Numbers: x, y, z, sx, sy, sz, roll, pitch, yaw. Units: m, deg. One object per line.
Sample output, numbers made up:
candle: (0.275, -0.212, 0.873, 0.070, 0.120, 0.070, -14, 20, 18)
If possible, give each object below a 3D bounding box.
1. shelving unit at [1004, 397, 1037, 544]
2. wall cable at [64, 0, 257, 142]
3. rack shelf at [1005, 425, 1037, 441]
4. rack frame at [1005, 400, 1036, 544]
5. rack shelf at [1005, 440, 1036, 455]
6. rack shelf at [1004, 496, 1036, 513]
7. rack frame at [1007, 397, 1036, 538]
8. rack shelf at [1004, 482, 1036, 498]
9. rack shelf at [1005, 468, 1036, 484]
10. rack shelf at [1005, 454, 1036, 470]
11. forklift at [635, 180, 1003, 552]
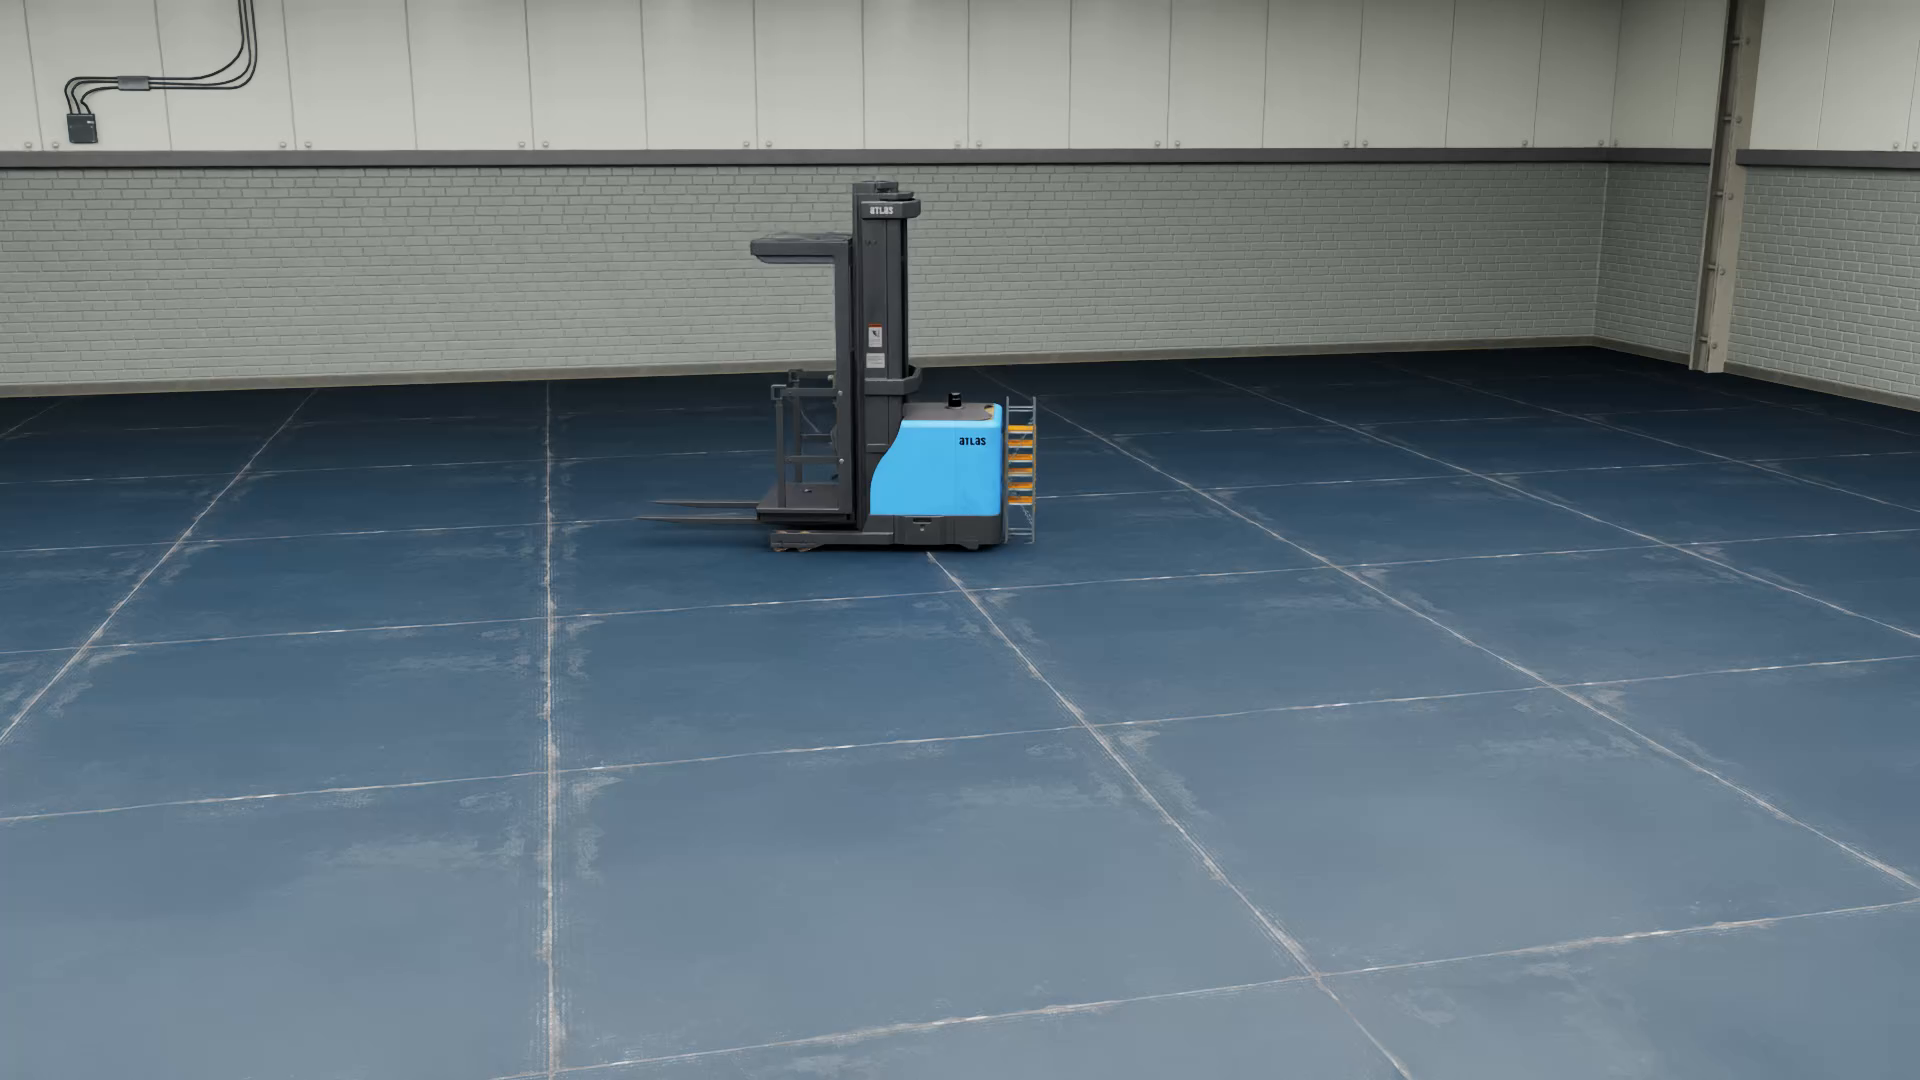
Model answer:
shelving unit: (0.499, -0.576, 13.755, 0.258, 1.200, 0.189, 1, 14, 2)
wall cable: (-10.068, -7.980, 20.463, 2.305, 6.003, 0.169, -3, 14, -13)
rack shelf: (0.500, -0.882, 13.681, 0.258, 0.103, 0.180, 1, 14, 2)
rack frame: (0.496, -0.554, 13.667, 0.240, 1.200, 0.006, 1, 14, 2)
rack shelf: (0.500, -0.766, 13.709, 0.258, 0.103, 0.180, 1, 14, 2)
rack shelf: (0.499, -0.300, 13.823, 0.258, 0.103, 0.180, 1, 14, 2)
rack frame: (0.503, -0.598, 13.844, 0.240, 1.200, 0.006, 1, 14, 2)
rack shelf: (0.499, -0.416, 13.794, 0.258, 0.103, 0.180, 1, 14, 2)
rack shelf: (0.499, -0.533, 13.766, 0.258, 0.103, 0.180, 1, 14, 2)
rack shelf: (0.500, -0.649, 13.737, 0.258, 0.103, 0.180, 1, 14, 2)
forklift: (-1.159, -1.454, 13.702, 3.031, 2.935, 1.130, 1, 14, 2)
